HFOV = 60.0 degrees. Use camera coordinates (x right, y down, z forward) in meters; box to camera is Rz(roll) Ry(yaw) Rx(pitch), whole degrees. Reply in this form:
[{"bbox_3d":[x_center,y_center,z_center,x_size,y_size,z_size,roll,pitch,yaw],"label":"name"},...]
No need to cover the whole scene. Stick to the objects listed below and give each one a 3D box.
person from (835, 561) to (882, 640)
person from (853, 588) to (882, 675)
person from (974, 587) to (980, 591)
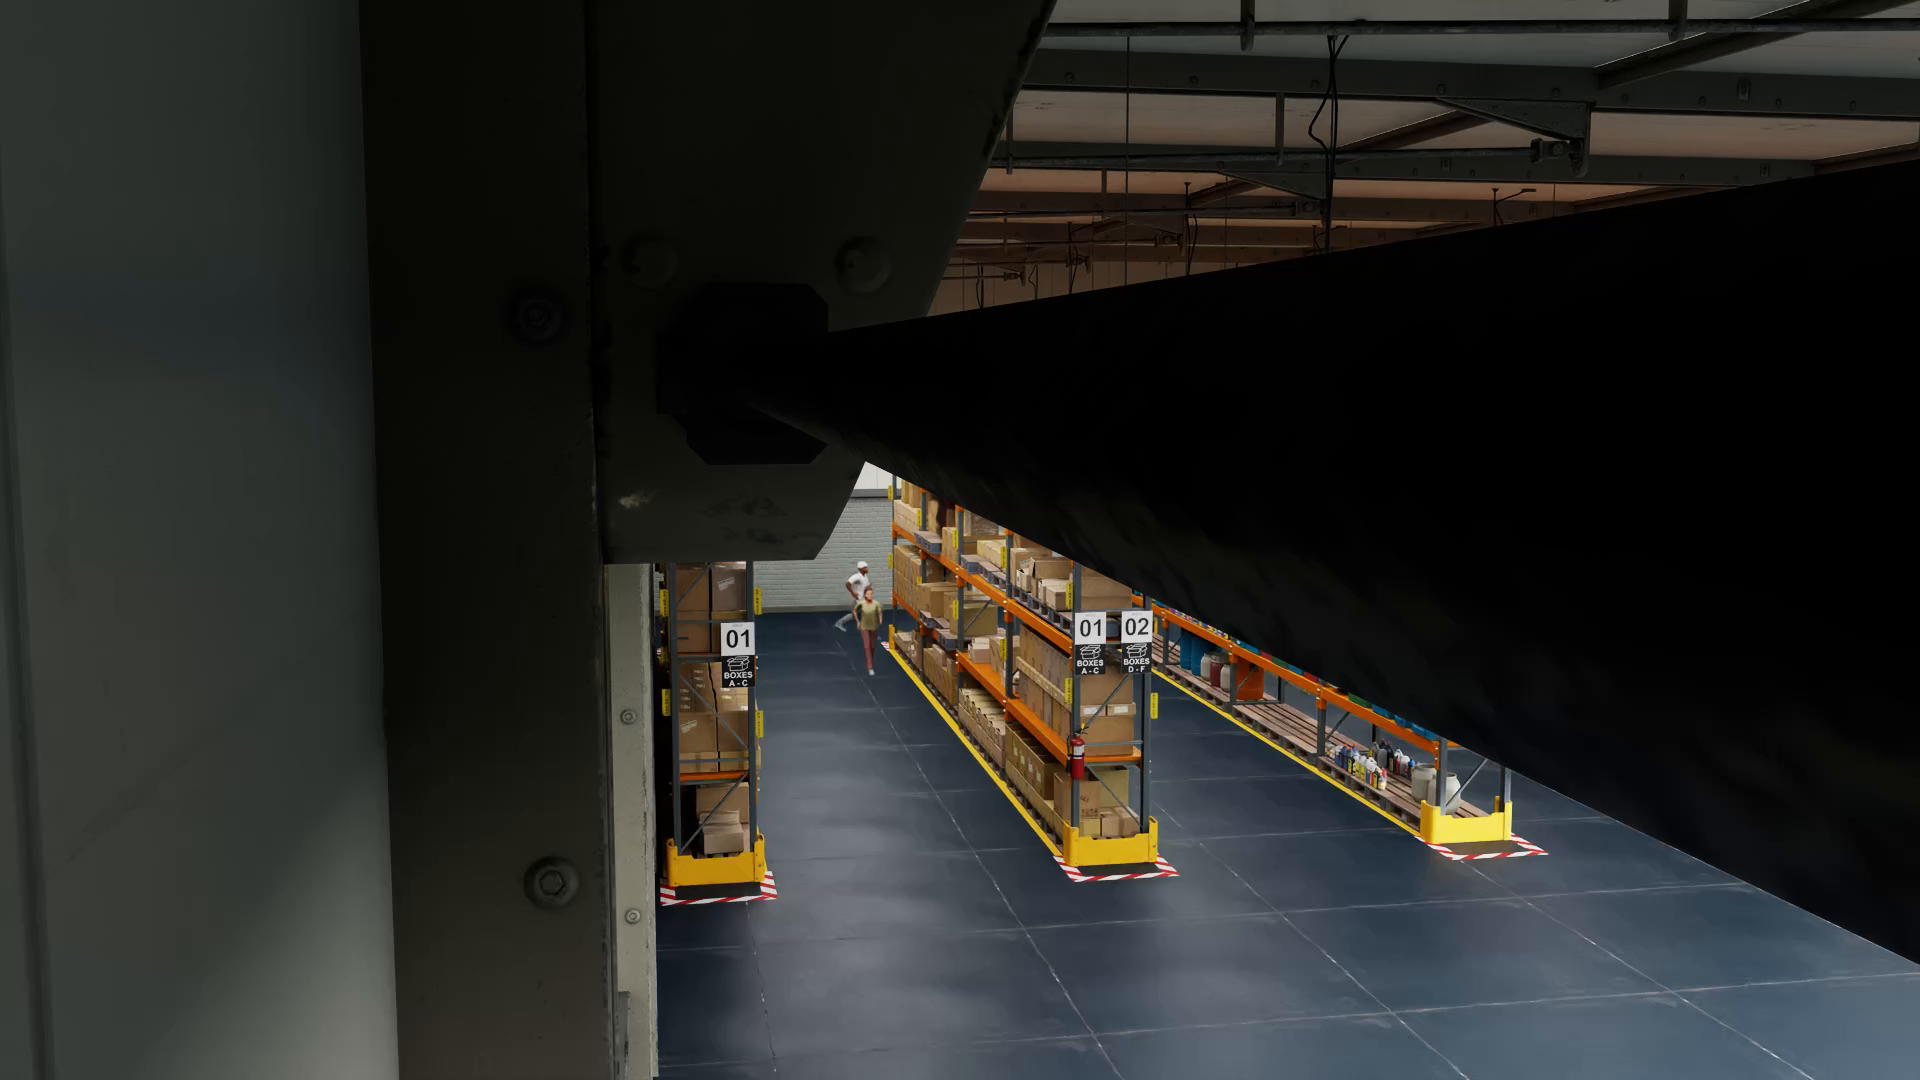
[{"bbox_3d":[-2.320,1.382,37.846,1.088,1.811,0.646,0,6,0],"label":"person"},{"bbox_3d":[-1.781,1.742,32.299,0.561,1.672,0.802,-1,6,-13],"label":"person"},{"bbox_3d":[0.437,1.524,37.226,0.859,1.582,0.562,5,8,37],"label":"person"}]
